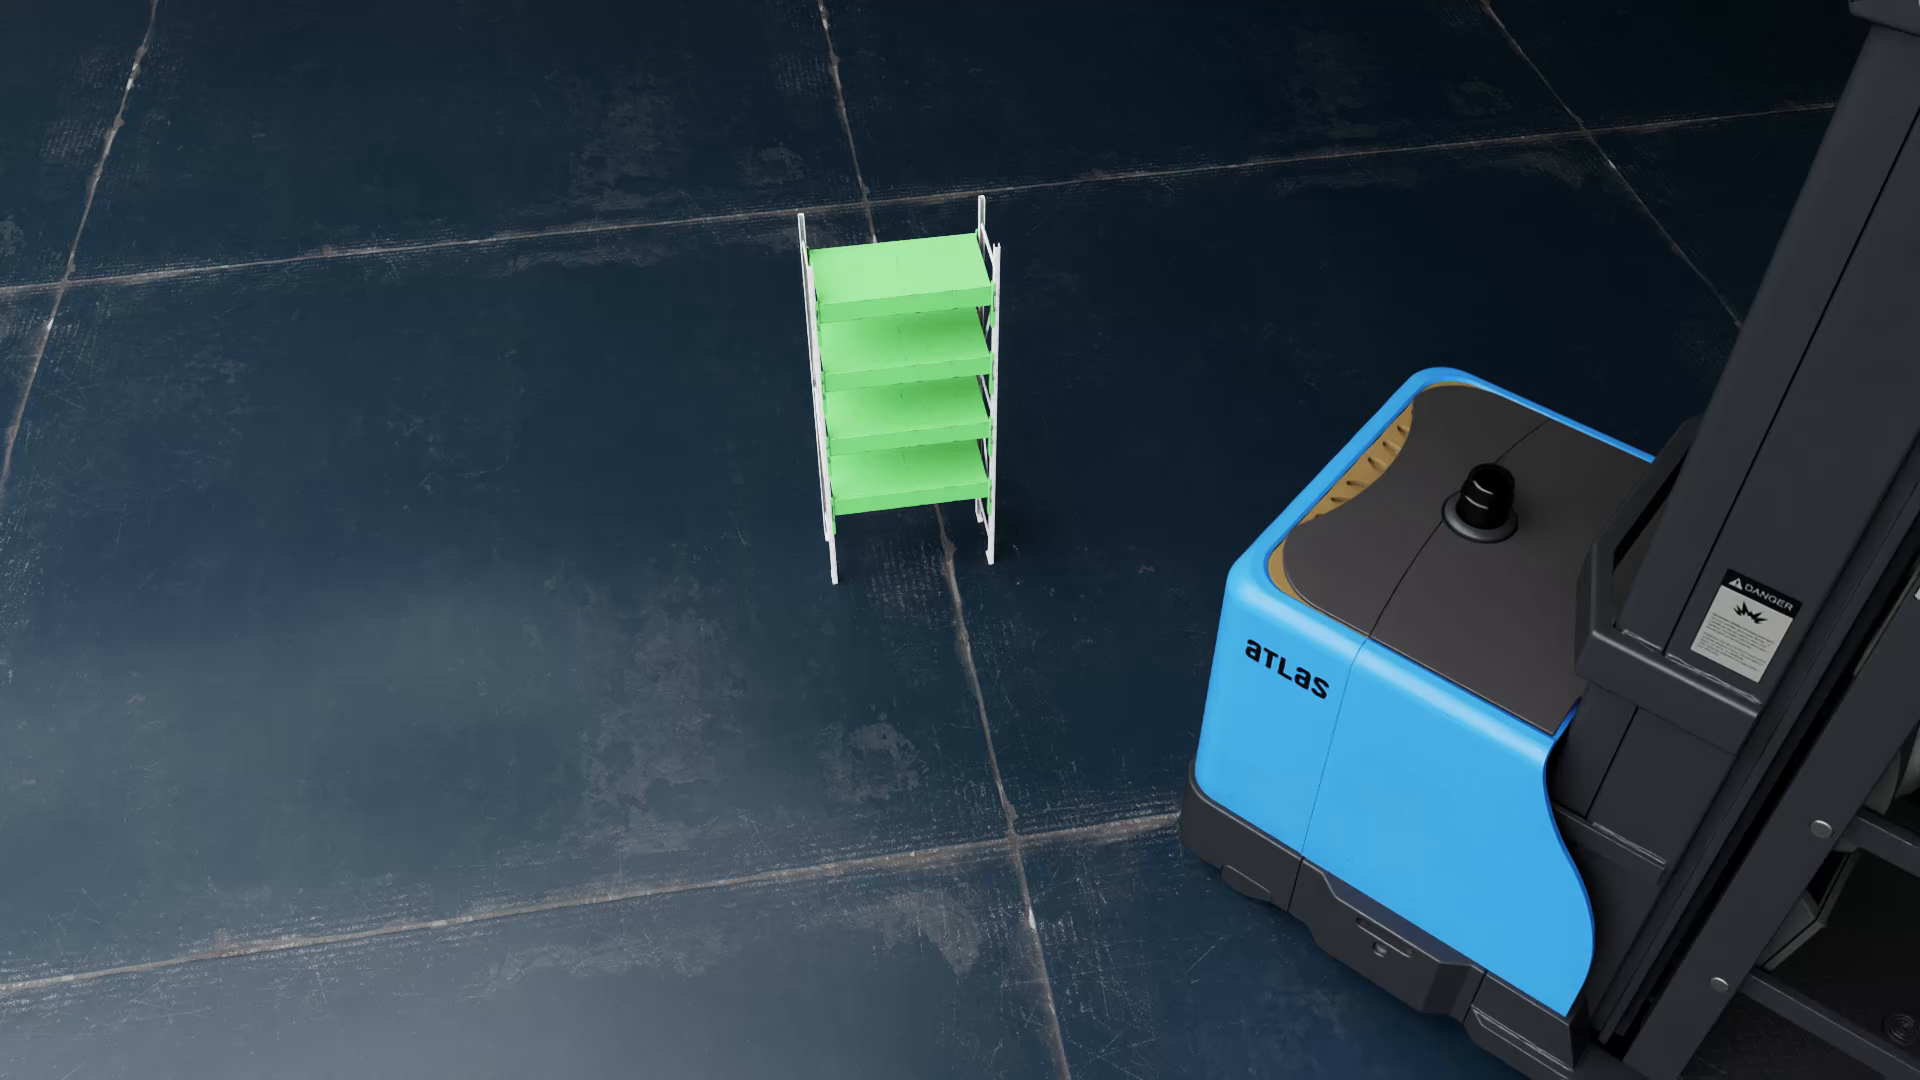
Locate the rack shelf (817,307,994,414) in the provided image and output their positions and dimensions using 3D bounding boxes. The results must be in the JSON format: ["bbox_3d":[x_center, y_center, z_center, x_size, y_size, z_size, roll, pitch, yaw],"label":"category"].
[{"bbox_3d":[-0.163,-0.518,4.671,0.480,0.148,0.258,-7,46,-7],"label":"rack shelf"}]

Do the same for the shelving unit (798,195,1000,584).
[{"bbox_3d":[-0.163,-0.396,4.798,0.503,1.200,0.258,-7,46,-7],"label":"shelving unit"}]

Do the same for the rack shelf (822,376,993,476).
[{"bbox_3d":[-0.163,-0.352,4.844,0.480,0.148,0.258,-7,46,-7],"label":"rack shelf"}]

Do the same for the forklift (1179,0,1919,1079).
[{"bbox_3d":[2.048,0.201,3.021,3.031,2.935,1.130,30,53,26],"label":"forklift"}]

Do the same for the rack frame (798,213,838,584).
[{"bbox_3d":[-0.404,-0.366,4.769,0.015,1.200,0.240,-7,46,-7],"label":"rack frame"}]

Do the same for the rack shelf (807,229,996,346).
[{"bbox_3d":[-0.163,-0.685,4.499,0.480,0.148,0.258,-7,46,-7],"label":"rack shelf"}]

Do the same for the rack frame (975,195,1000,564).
[{"bbox_3d":[0.077,-0.426,4.827,0.015,1.200,0.240,-7,46,-7],"label":"rack frame"}]

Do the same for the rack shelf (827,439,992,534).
[{"bbox_3d":[-0.163,-0.185,5.017,0.480,0.148,0.258,-7,46,-7],"label":"rack shelf"}]
